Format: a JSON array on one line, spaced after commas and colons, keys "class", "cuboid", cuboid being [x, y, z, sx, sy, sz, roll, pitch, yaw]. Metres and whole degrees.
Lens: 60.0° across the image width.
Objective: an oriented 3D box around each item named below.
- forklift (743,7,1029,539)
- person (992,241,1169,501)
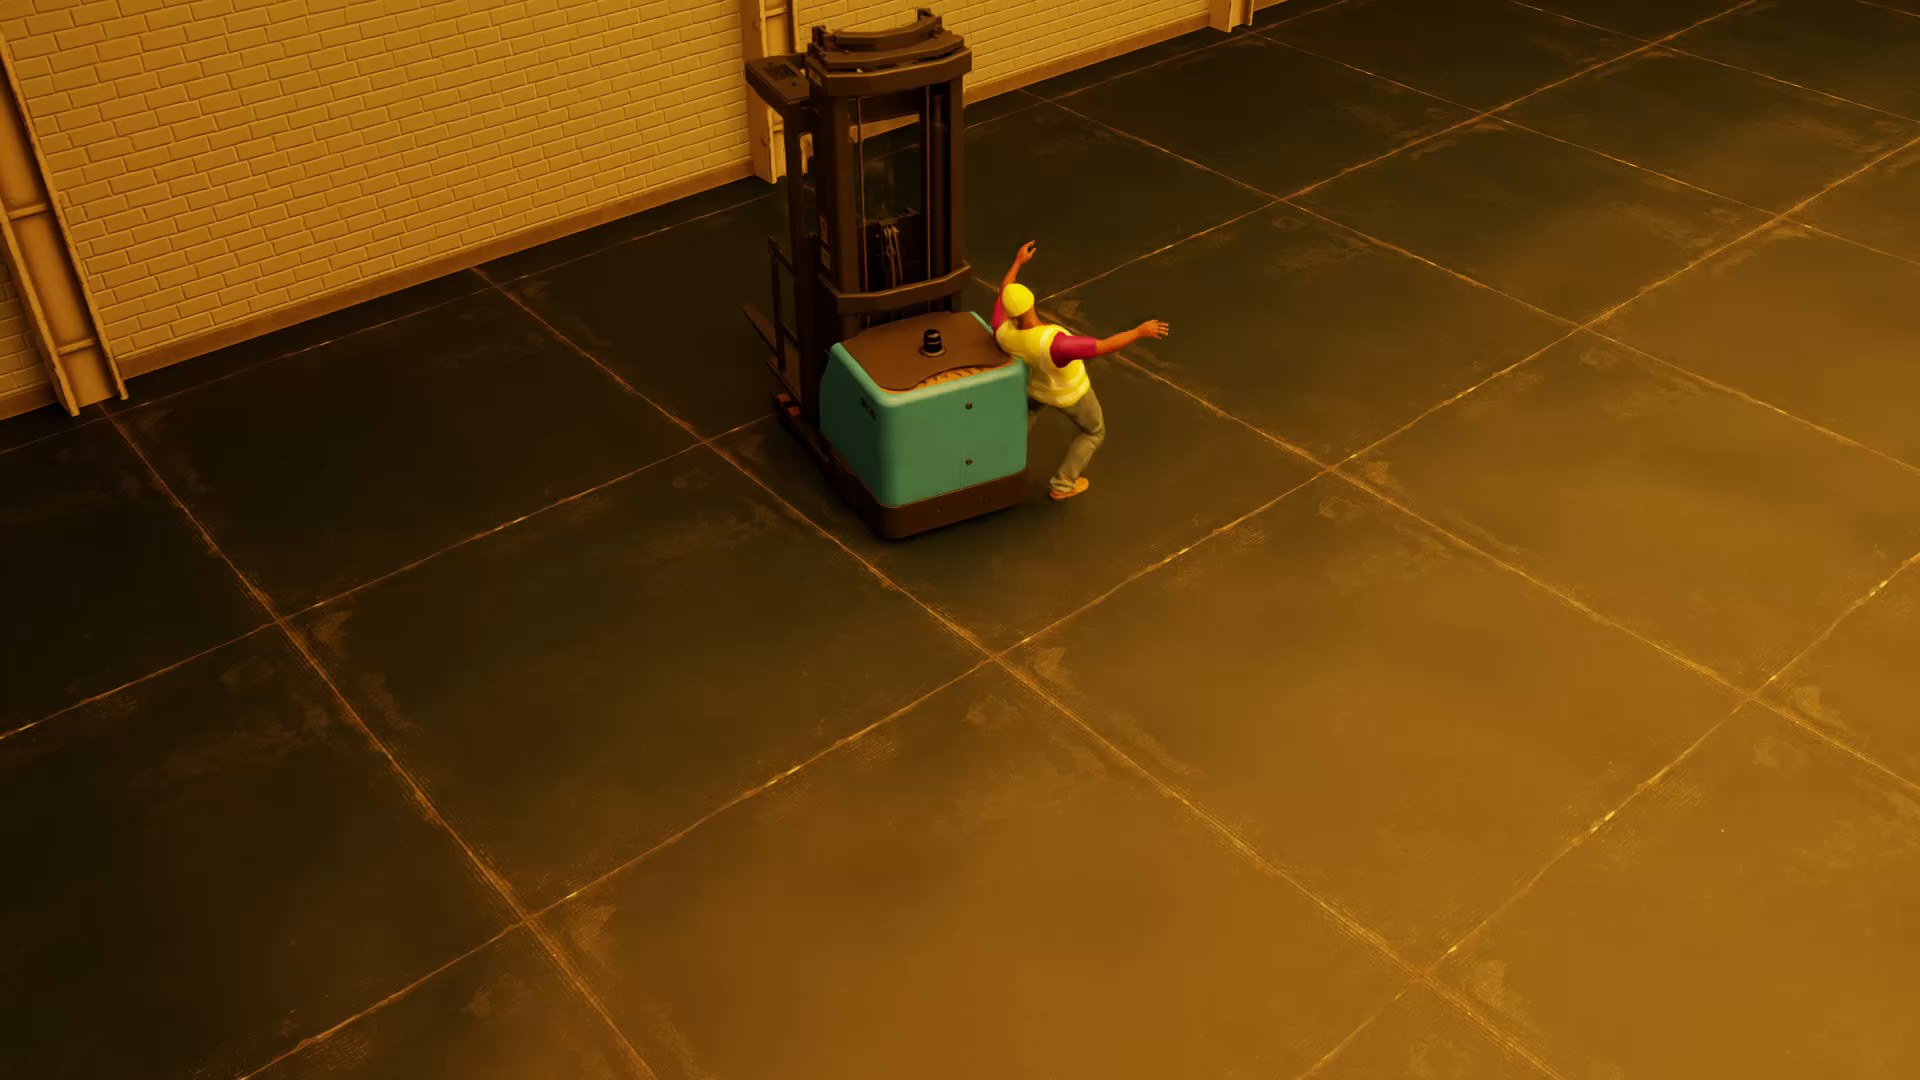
[{"class": "forklift", "cuboid": [-0.666, -2.048, 10.812, 1.130, 2.935, 3.031, -16, 39, -21]}, {"class": "person", "cuboid": [0.634, -0.940, 10.508, 1.120, 1.582, 0.734, 26, 43, 31]}]
